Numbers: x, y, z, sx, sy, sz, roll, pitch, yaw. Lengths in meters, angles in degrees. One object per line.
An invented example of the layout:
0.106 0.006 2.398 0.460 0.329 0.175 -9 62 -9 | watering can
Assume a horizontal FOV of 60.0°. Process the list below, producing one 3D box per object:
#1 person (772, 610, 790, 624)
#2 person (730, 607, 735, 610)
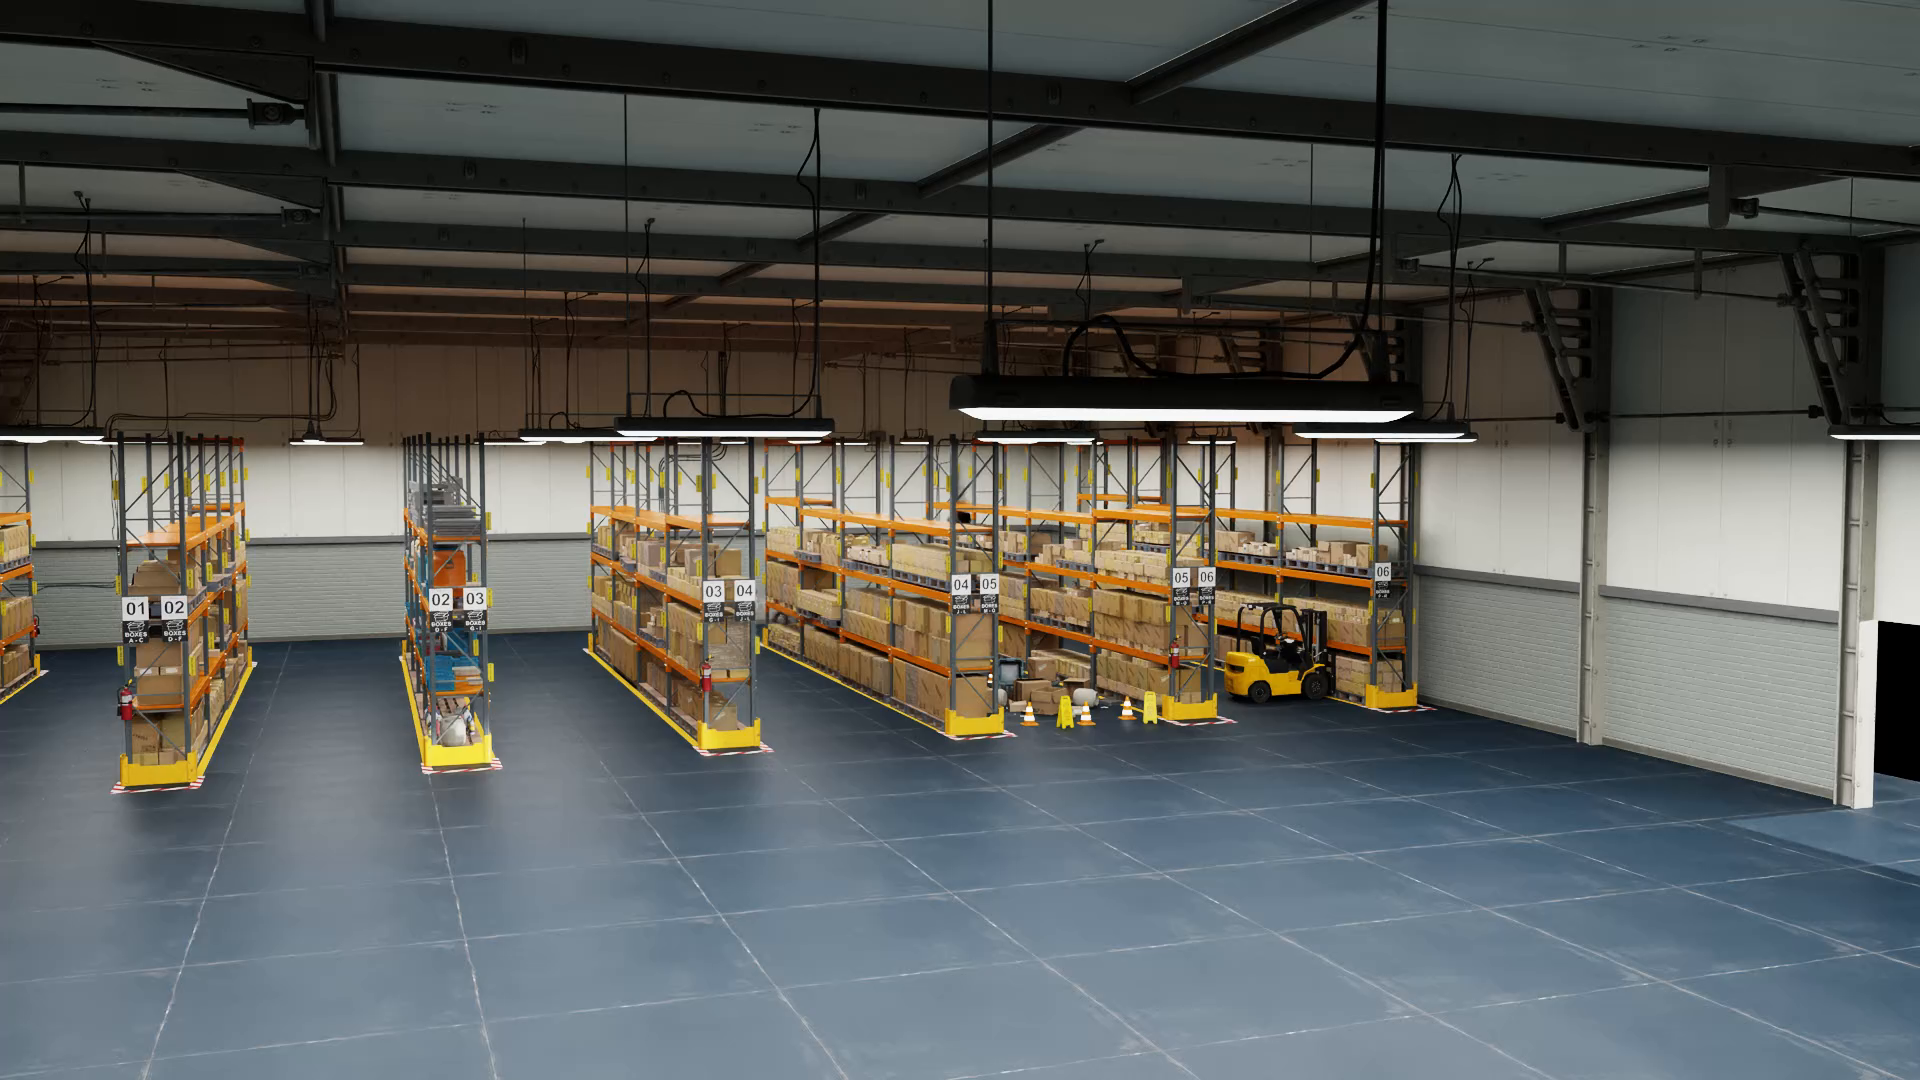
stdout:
-5.360 2.090 50.142 0.762 1.784 0.626 -3 4 -45 | person
-6.479 2.259 46.960 0.738 1.752 0.763 0 3 -9 | person
